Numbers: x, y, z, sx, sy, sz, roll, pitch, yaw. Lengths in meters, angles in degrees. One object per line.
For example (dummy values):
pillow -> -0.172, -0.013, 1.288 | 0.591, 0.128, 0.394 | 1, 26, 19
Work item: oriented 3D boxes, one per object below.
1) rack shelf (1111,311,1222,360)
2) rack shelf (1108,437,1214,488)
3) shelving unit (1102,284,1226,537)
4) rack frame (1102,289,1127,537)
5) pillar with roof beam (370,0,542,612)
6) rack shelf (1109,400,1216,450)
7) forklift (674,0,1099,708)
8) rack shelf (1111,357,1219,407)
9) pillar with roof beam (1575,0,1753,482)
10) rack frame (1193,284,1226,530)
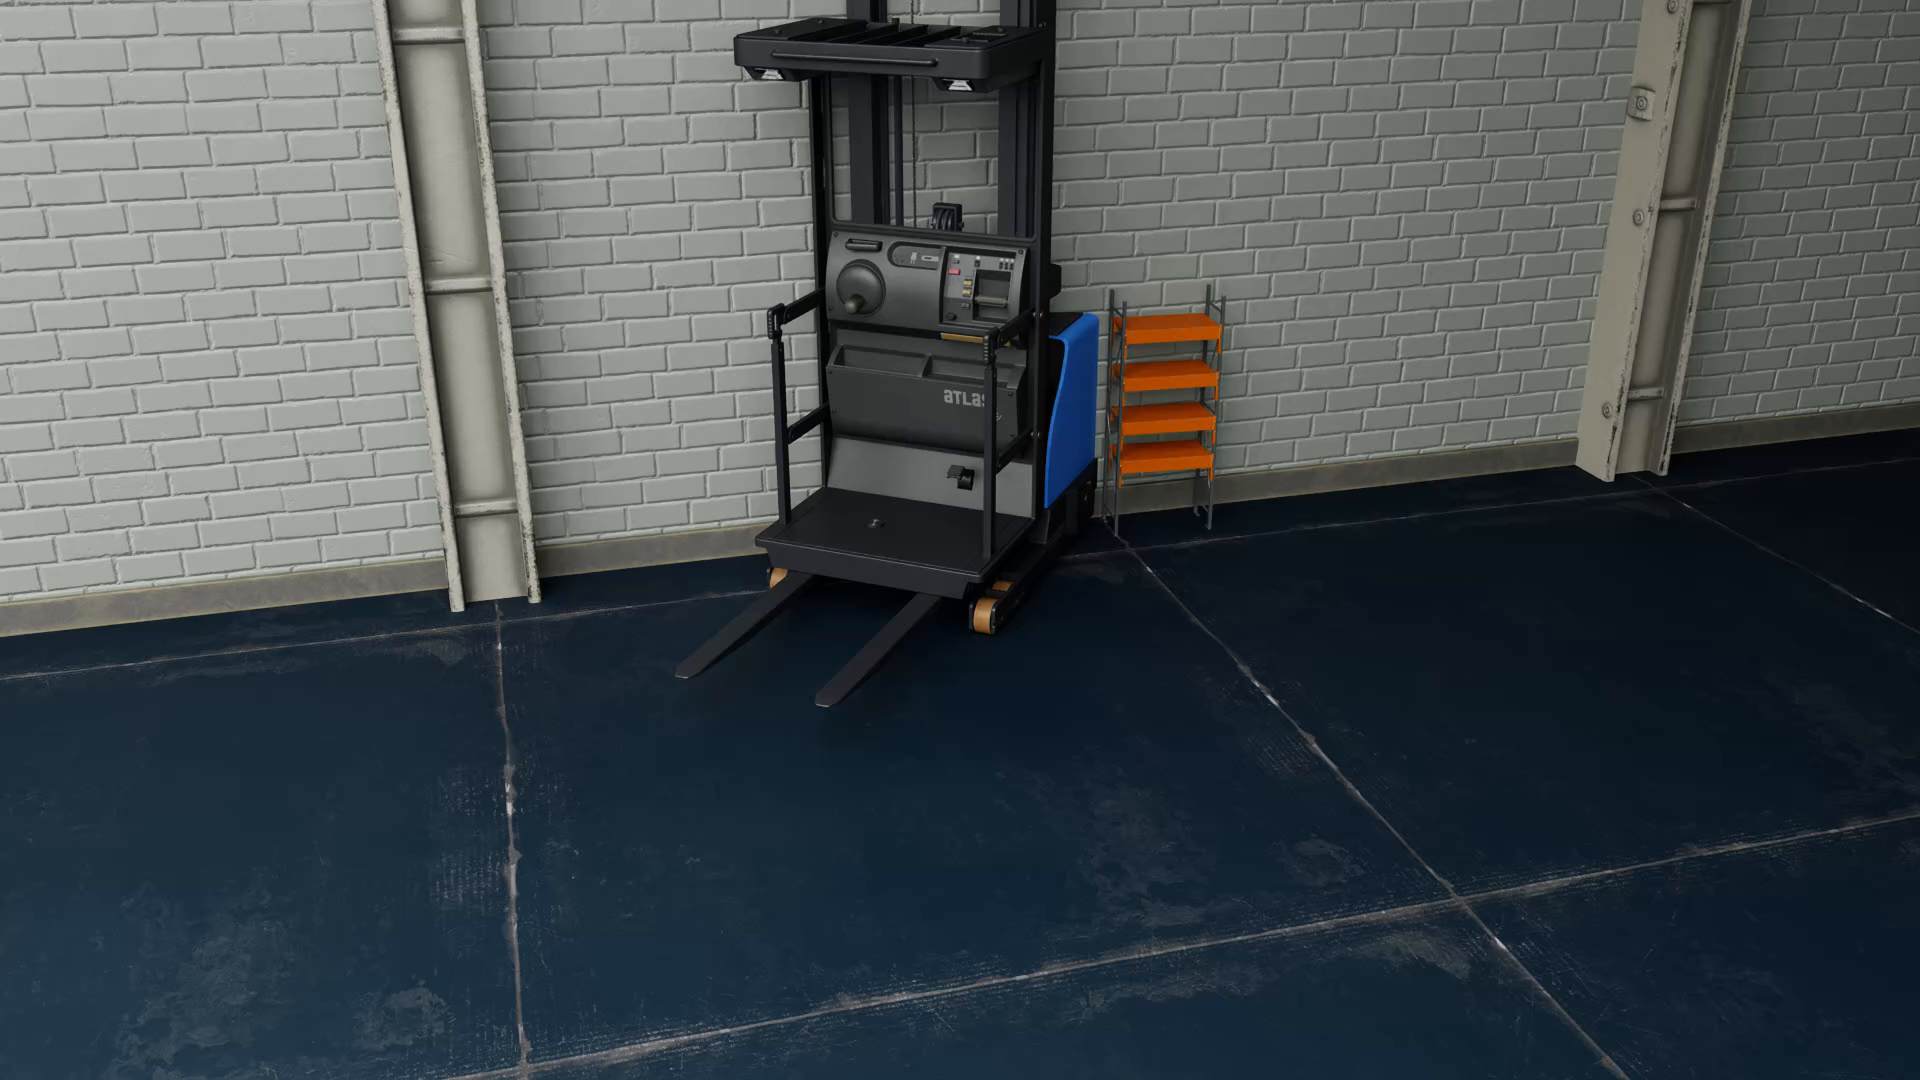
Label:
rack shelf -> 0.995, -0.994, 8.047 | 0.480, 0.148, 0.258 | -4, 24, -10
rack shelf -> 0.995, -0.388, 8.307 | 0.480, 0.148, 0.258 | -4, 24, -10
shelving unit -> 0.995, -0.632, 8.202 | 0.503, 1.200, 0.258 | -4, 24, -10
rack frame -> 0.756, -0.614, 8.159 | 0.015, 1.200, 0.240 | -4, 24, -10
pillar with roof beam -> -0.978, -2.256, 2.094 | 0.400, 9.000, 9.100 | -6, 24, -14
rack shelf -> 0.995, -0.571, 8.229 | 0.480, 0.148, 0.258 | -4, 24, -10
forklift -> -0.234, -1.119, 7.142 | 1.130, 2.935, 3.031 | 9, 25, 20
rack shelf -> 0.995, -0.776, 8.141 | 0.480, 0.148, 0.258 | -4, 24, -10
pillar with roof beam -> 4.799, -2.895, 3.584 | 0.400, 9.000, 9.100 | -6, 24, -14
rack frame -> 1.235, -0.651, 8.245 | 0.015, 1.200, 0.240 | -4, 24, -10
